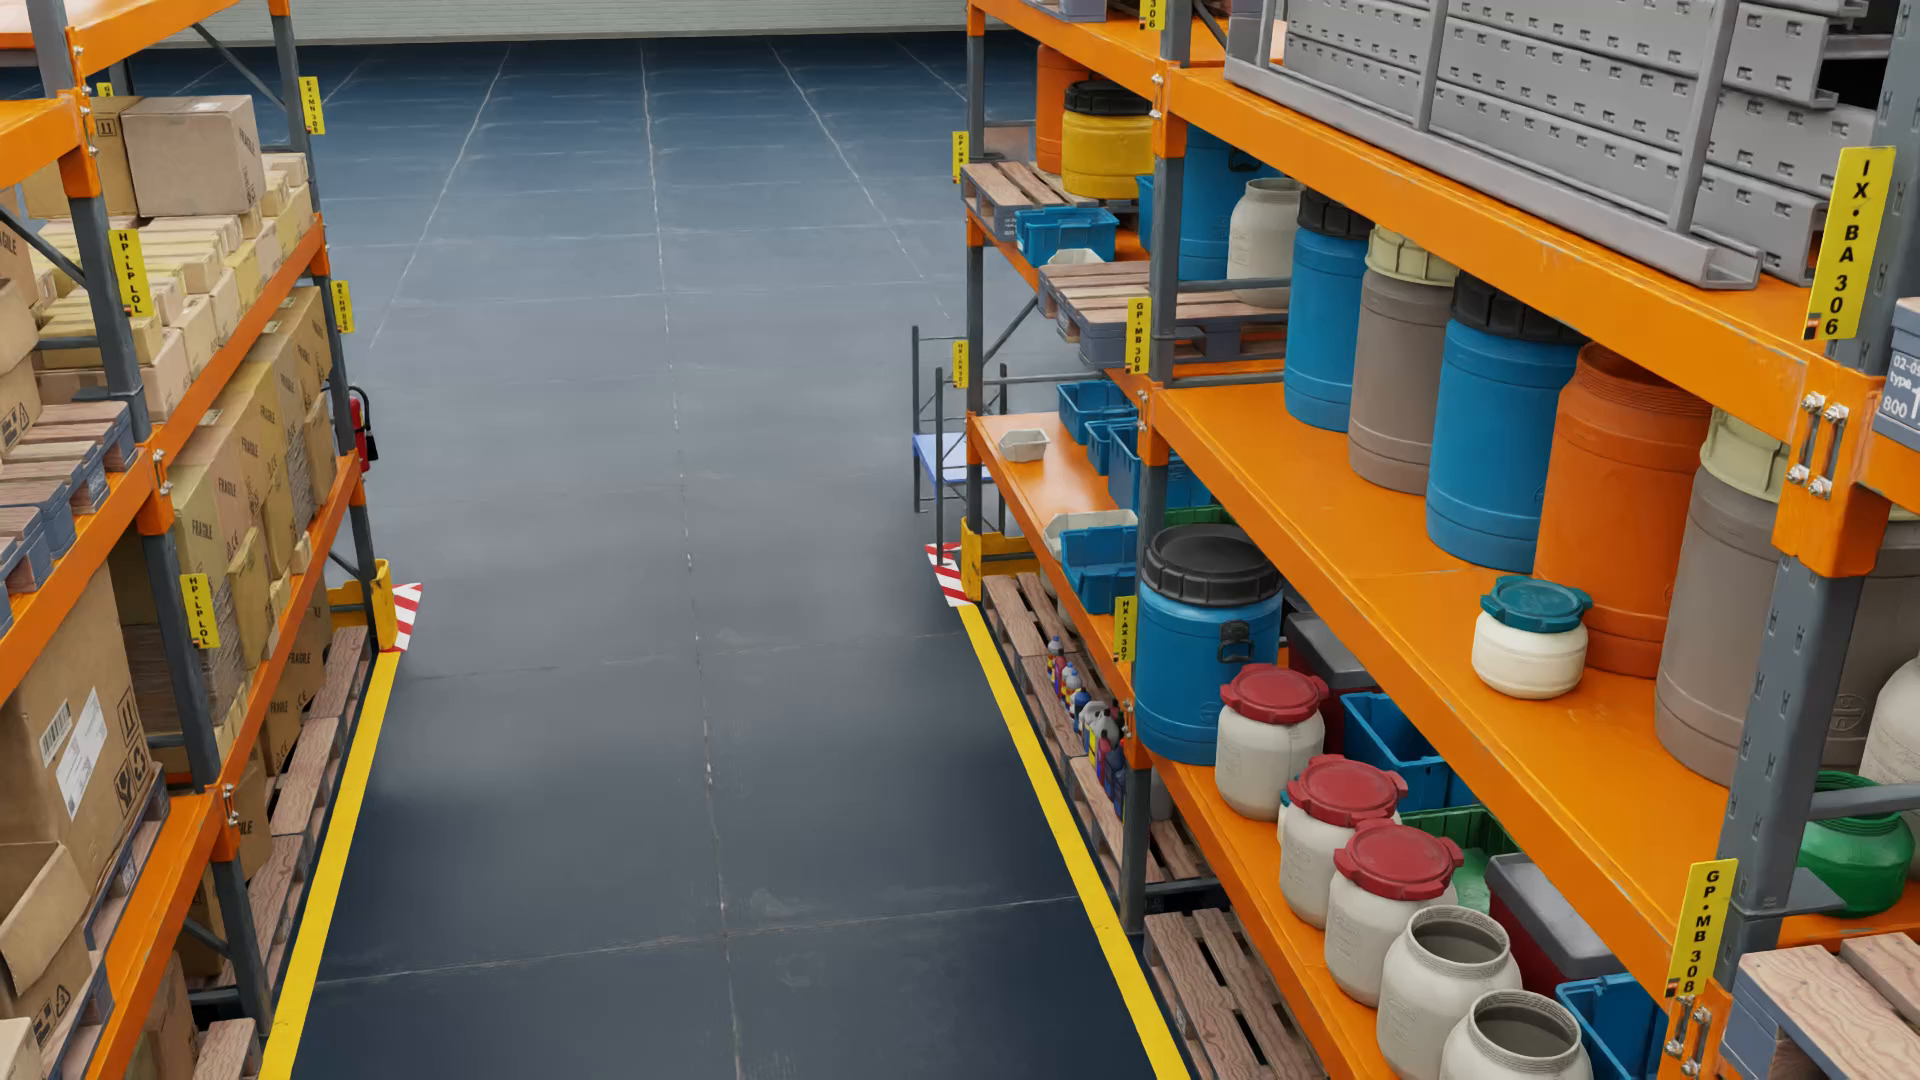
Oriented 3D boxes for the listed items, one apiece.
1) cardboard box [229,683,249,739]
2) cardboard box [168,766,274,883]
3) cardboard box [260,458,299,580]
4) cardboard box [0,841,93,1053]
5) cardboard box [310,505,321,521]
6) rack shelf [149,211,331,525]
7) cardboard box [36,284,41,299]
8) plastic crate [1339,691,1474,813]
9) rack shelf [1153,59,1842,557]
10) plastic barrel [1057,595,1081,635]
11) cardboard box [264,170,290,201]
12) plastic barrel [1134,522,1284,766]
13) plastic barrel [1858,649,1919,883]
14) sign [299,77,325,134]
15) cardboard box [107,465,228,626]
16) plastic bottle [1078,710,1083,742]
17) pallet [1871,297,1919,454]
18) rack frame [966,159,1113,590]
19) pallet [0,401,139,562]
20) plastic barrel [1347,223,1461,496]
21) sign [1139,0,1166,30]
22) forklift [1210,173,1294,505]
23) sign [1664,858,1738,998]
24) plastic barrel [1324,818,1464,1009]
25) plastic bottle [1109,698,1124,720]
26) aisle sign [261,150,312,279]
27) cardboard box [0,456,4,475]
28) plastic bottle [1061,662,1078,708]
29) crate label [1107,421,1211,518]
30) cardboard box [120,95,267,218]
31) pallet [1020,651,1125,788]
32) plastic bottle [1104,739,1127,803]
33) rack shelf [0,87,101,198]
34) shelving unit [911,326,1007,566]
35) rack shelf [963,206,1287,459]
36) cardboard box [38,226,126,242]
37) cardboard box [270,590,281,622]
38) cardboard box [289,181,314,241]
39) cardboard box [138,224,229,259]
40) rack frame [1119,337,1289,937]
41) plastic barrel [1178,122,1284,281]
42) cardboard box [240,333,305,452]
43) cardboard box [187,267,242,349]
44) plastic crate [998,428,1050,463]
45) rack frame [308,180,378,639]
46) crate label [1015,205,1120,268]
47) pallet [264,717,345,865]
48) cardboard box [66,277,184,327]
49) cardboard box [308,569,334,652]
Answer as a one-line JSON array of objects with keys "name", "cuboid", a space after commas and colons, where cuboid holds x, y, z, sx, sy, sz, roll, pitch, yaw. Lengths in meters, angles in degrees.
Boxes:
[{"name": "cardboard box", "cuboid": [-3.359, 0.767, 7.302, 0.380, 0.149, 0.250, -4, 24, -10]}, {"name": "cardboard box", "cuboid": [-3.730, 1.426, 8.078, 0.500, 0.500, 0.500, 3, 24, 7]}, {"name": "cardboard box", "cuboid": [-3.905, -0.094, 8.463, 0.875, 0.500, 0.500, -4, 24, -10]}, {"name": "cardboard box", "cuboid": [-3.171, 1.293, 5.130, 0.797, 0.503, 0.637, -2, 24, -4]}, {"name": "cardboard box", "cuboid": [-3.892, -0.211, 9.541, 0.380, 0.149, 0.250, -4, 24, -10]}, {"name": "rack shelf", "cuboid": [-3.952, -0.973, 8.125, 1.077, 0.370, 4.000, -4, 24, -10]}, {"name": "cardboard box", "cuboid": [-4.017, -0.941, 6.841, 0.380, 0.149, 0.250, -6, 24, -12]}, {"name": "plastic crate", "cuboid": [1.795, 0.910, 6.682, 0.392, 0.384, 0.575, -4, 24, -10]}, {"name": "rack shelf", "cuboid": [1.656, -0.958, 4.841, 1.077, 0.370, 4.000, -4, 24, -10]}, {"name": "plastic barrel", "cuboid": [0.836, 0.316, 10.604, 0.421, 0.512, 0.421, 0, 24, 0]}, {"name": "cardboard box", "cuboid": [-3.872, -1.907, 9.053, 0.380, 0.149, 0.250, -5, 24, -12]}, {"name": "plastic barrel", "cuboid": [1.059, 0.436, 7.120, 0.600, 0.901, 0.708, -4, 24, -10]}, {"name": "plastic barrel", "cuboid": [2.269, 0.494, 3.726, 0.421, 0.512, 0.421, 0, 24, 0]}, {"name": "sign", "cuboid": [-3.772, -2.529, 9.681, 0.100, 0.325, 0.005, -4, 24, -10]}, {"name": "cardboard box", "cuboid": [-3.415, 0.022, 6.949, 0.500, 0.500, 0.500, -4, 24, -10]}, {"name": "plastic bottle", "cuboid": [0.713, 1.029, 9.335, 0.097, 0.201, 0.097, 0, 24, 0]}, {"name": "pallet", "cuboid": [2.128, -0.128, 2.279, 1.213, 0.211, 1.003, -4, 24, -10]}, {"name": "rack frame", "cuboid": [0.546, -1.082, 11.222, 1.000, 3.000, 0.127, -4, 24, -10]}, {"name": "pallet", "cuboid": [-3.572, -0.180, 5.643, 1.213, 0.211, 1.003, -4, 24, -10]}, {"name": "plastic barrel", "cuboid": [1.714, -0.672, 5.908, 0.600, 0.901, 0.600, 0, 24, 0]}, {"name": "sign", "cuboid": [0.743, -2.126, 6.377, 0.100, 0.325, 0.005, -4, 24, -10]}, {"name": "forklift", "cuboid": [3.286, -1.886, 13.149, 3.031, 2.935, 1.130, -9, 25, -20]}, {"name": "sign", "cuboid": [1.486, 0.782, 3.338, 0.100, 0.325, 0.005, -4, 24, -10]}, {"name": "plastic barrel", "cuboid": [1.463, 1.281, 5.643, 0.433, 0.535, 0.433, 0, 24, 0]}, {"name": "plastic bottle", "cuboid": [0.867, 1.028, 9.235, 0.061, 0.283, 0.133, -4, 24, -10]}, {"name": "aisle sign", "cuboid": [-4.038, -1.953, 9.969, 0.394, 0.787, 0.004, -4, 24, -10]}, {"name": "cardboard box", "cuboid": [-3.310, -0.285, 5.293, 0.396, 0.266, 0.258, -3, 24, -8]}, {"name": "plastic bottle", "cuboid": [0.638, 0.838, 9.685, 0.097, 0.271, 0.097, 0, 24, 0]}, {"name": "crate label", "cuboid": [1.152, -0.394, 9.603, 0.502, 0.435, 0.616, -4, 24, -10]}, {"name": "cardboard box", "cuboid": [-3.786, -1.910, 8.249, 0.500, 0.500, 0.500, -4, 24, -10]}, {"name": "pallet", "cuboid": [0.973, 1.021, 9.890, 1.003, 0.211, 1.213, -4, 24, -10]}, {"name": "plastic bottle", "cuboid": [0.848, 1.196, 8.765, 0.144, 0.351, 0.185, -6, 24, -12]}, {"name": "rack shelf", "cuboid": [-3.212, -0.591, 4.002, 1.077, 0.370, 4.000, -4, 24, -10]}, {"name": "shelving unit", "cuboid": [-0.016, -0.721, 12.269, 0.538, 1.500, 1.048, -4, 24, -10]}, {"name": "rack shelf", "cuboid": [0.916, -1.340, 8.964, 1.077, 0.370, 4.000, -4, 24, -10]}, {"name": "cardboard box", "cuboid": [-4.138, -1.367, 7.817, 0.380, 0.149, 0.250, -5, 24, -12]}, {"name": "cardboard box", "cuboid": [-3.581, 0.377, 8.196, 0.380, 0.149, 0.250, -4, 24, -10]}, {"name": "cardboard box", "cuboid": [-3.983, -1.850, 9.421, 0.500, 0.250, 0.500, -4, 24, -9]}, {"name": "cardboard box", "cuboid": [-3.698, -1.390, 7.869, 0.380, 0.149, 0.250, -4, 24, -8]}, {"name": "rack frame", "cuboid": [1.286, 0.492, 7.619, 1.000, 3.000, 0.127, -4, 24, -10]}, {"name": "plastic barrel", "cuboid": [1.207, -1.705, 7.749, 0.600, 0.901, 0.708, -4, 24, -10]}, {"name": "cardboard box", "cuboid": [-3.789, -0.764, 8.749, 0.500, 0.500, 0.500, -4, 24, -10]}, {"name": "cardboard box", "cuboid": [-3.598, -1.048, 7.583, 0.500, 0.250, 0.500, -5, 24, -12]}, {"name": "plastic crate", "cuboid": [0.395, -0.585, 10.414, 0.298, 0.136, 0.250, -4, 24, -10]}, {"name": "rack frame", "cuboid": [-4.322, -0.715, 10.382, 1.000, 3.000, 0.127, -4, 24, -10]}, {"name": "crate label", "cuboid": [0.567, -1.628, 8.909, 0.502, 0.251, 0.408, -4, 24, -10]}, {"name": "pallet", "cuboid": [-3.970, 1.394, 9.038, 1.003, 0.211, 1.213, -4, 24, -10]}, {"name": "cardboard box", "cuboid": [-3.485, -0.989, 6.952, 0.380, 0.149, 0.250, -4, 24, -9]}, {"name": "cardboard box", "cuboid": [-4.223, 0.485, 10.233, 0.500, 0.500, 0.500, 0, 24, 0]}]
